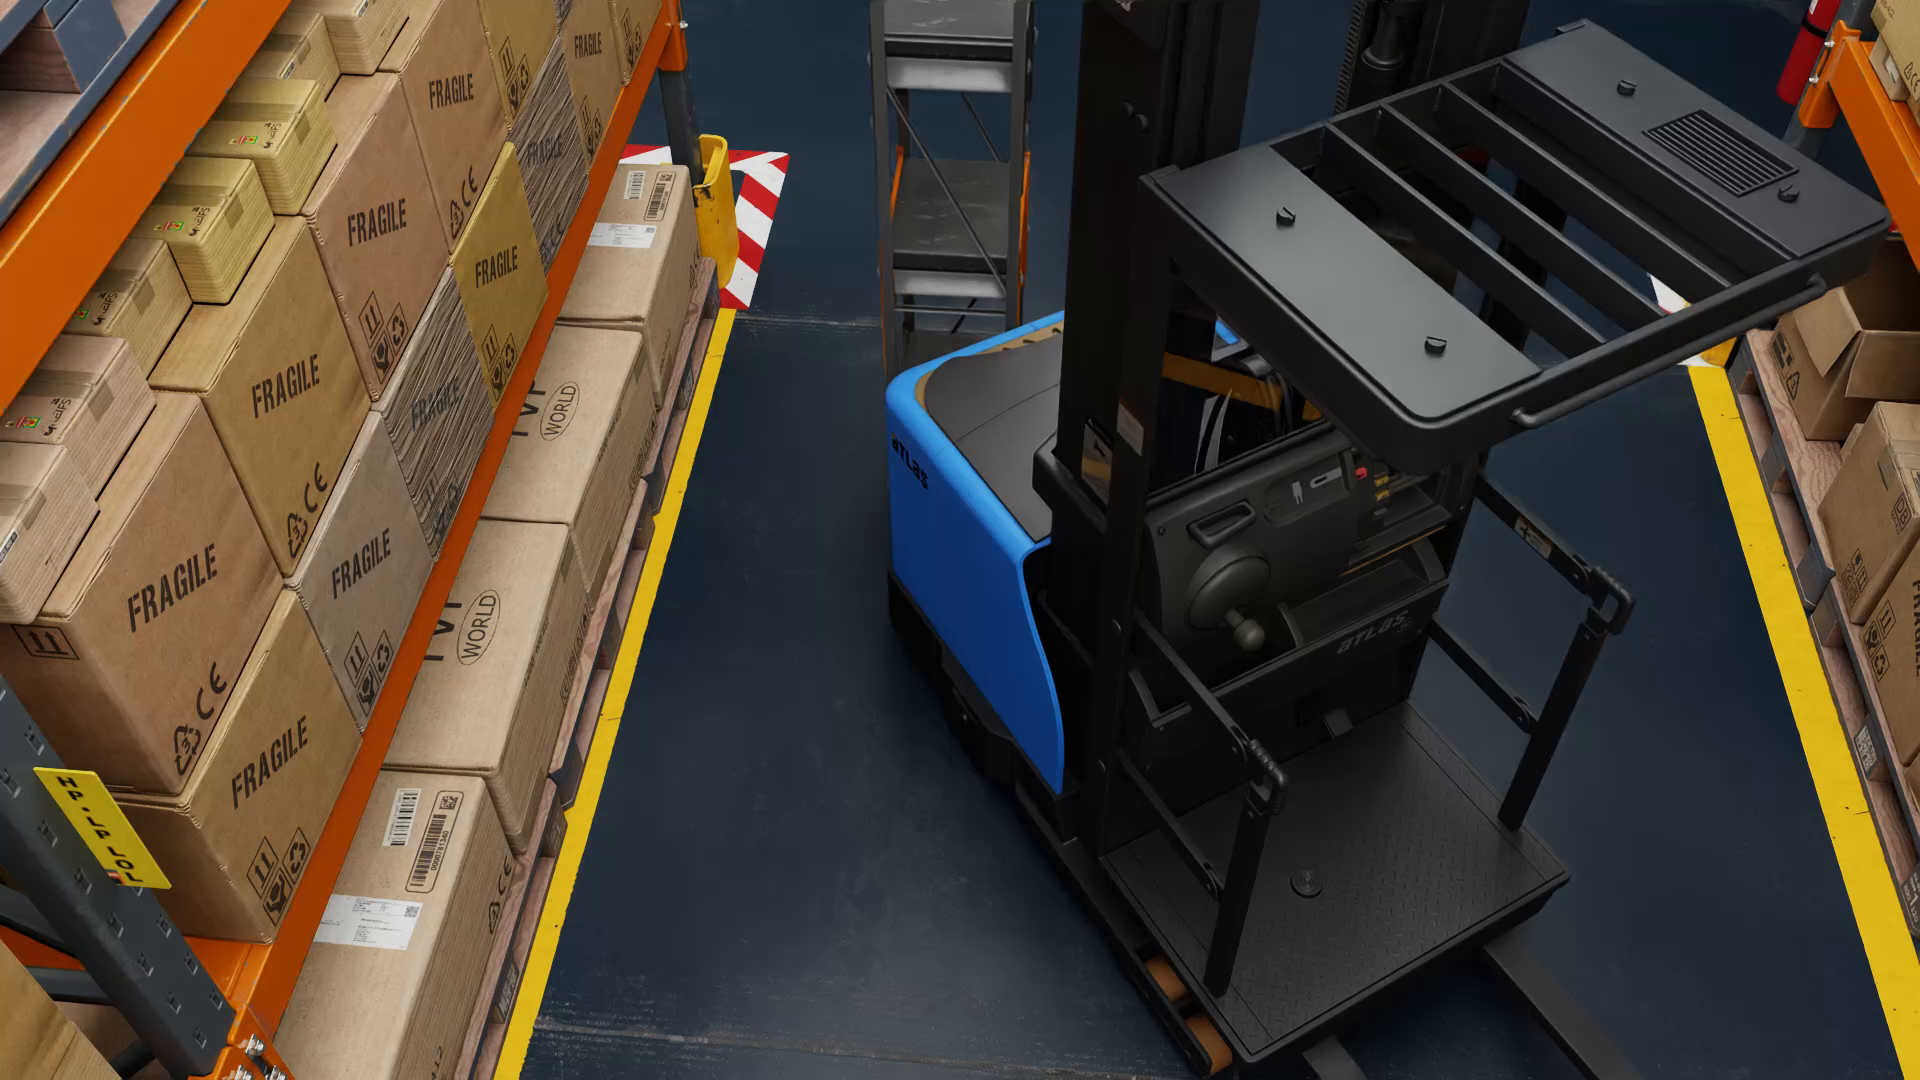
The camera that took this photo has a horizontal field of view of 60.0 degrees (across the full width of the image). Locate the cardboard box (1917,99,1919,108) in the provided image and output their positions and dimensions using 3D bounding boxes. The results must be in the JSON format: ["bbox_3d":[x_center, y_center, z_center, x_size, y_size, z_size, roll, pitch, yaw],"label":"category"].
[{"bbox_3d":[3.085,-1.187,4.703,0.500,0.250,0.500,4,48,4],"label":"cardboard box"}]

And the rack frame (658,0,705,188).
[{"bbox_3d":[-1.503,-2.154,5.688,1.000,3.000,0.127,4,48,4],"label":"rack frame"}]

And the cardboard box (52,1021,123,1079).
[{"bbox_3d":[-1.665,1.007,2.559,0.500,0.250,0.500,4,48,3],"label":"cardboard box"}]

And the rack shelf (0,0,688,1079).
[{"bbox_3d":[-1.685,-0.442,4.609,1.077,0.370,4.000,4,48,4],"label":"rack shelf"}]

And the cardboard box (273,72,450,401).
[{"bbox_3d":[-1.472,-0.666,3.581,0.500,0.500,0.500,5,48,4],"label":"cardboard box"}]

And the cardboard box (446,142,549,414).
[{"bbox_3d":[-1.415,-0.689,4.280,0.500,0.500,0.500,5,48,5],"label":"cardboard box"}]

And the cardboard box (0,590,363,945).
[{"bbox_3d":[-1.564,0.424,3.262,0.500,0.500,0.500,5,48,5],"label":"cardboard box"}]

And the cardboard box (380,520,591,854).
[{"bbox_3d":[-1.622,0.396,4.807,0.875,0.438,0.875,3,48,2],"label":"cardboard box"}]

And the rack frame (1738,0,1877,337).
[{"bbox_3d":[3.441,-1.823,5.385,1.000,3.000,0.127,4,48,4],"label":"rack frame"}]

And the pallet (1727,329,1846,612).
[{"bbox_3d":[3.362,-0.240,5.827,1.003,0.211,1.213,4,48,4],"label":"pallet"}]

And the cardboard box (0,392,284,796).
[{"bbox_3d":[-1.583,0.080,2.899,0.500,0.500,0.500,4,48,4],"label":"cardboard box"}]

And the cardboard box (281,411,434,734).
[{"bbox_3d":[-1.514,0.054,3.600,0.500,0.500,0.500,4,48,4],"label":"cardboard box"}]

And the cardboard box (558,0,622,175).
[{"bbox_3d":[-1.344,-1.448,4.974,0.500,0.500,0.500,3,48,3],"label":"cardboard box"}]

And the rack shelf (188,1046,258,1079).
[{"bbox_3d":[-2.049,2.497,1.921,1.077,0.370,4.000,4,48,4],"label":"rack shelf"}]

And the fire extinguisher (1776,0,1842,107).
[{"bbox_3d":[2.994,-1.811,5.678,0.296,0.674,0.183,4,48,4],"label":"fire extinguisher"}]

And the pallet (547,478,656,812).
[{"bbox_3d":[-1.611,0.274,5.357,1.003,0.211,1.213,4,48,4],"label":"pallet"}]

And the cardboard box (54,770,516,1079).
[{"bbox_3d":[-1.703,1.054,4.205,0.875,0.438,0.875,3,48,3],"label":"cardboard box"}]

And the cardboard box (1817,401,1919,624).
[{"bbox_3d":[3.174,-0.053,5.175,0.700,0.500,0.500,6,48,5],"label":"cardboard box"}]

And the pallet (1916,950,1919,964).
[{"bbox_3d":[3.140,1.552,4.187,1.003,0.211,1.213,4,48,4],"label":"pallet"}]

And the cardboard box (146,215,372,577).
[{"bbox_3d":[-1.530,-0.291,3.238,0.500,0.500,0.500,3,48,3],"label":"cardboard box"}]

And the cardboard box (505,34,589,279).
[{"bbox_3d":[-1.381,-1.070,4.628,0.500,0.500,0.500,5,48,5],"label":"cardboard box"}]

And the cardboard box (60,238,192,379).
[{"bbox_3d":[-1.591,-0.400,2.898,0.380,0.149,0.250,3,48,3],"label":"cardboard box"}]

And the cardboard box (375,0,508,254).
[{"bbox_3d":[-1.424,-1.037,3.920,0.500,0.500,0.500,4,48,3],"label":"cardboard box"}]

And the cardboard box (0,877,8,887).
[{"bbox_3d":[-2.079,0.393,3.290,0.500,0.500,0.500,4,48,4],"label":"cardboard box"}]

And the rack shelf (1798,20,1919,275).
[{"bbox_3d":[3.258,-0.111,4.306,1.077,0.370,4.000,4,48,4],"label":"rack shelf"}]

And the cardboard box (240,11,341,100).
[{"bbox_3d":[-1.513,-0.962,3.412,0.380,0.149,0.250,4,48,3],"label":"cardboard box"}]

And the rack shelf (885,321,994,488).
[{"bbox_3d":[-0.009,-0.377,5.639,0.431,0.518,0.480,3,48,3],"label":"rack shelf"}]

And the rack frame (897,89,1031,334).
[{"bbox_3d":[0.011,-1.038,5.276,0.400,2.100,0.015,3,48,3],"label":"rack frame"}]

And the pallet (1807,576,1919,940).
[{"bbox_3d":[3.248,0.654,5.009,1.003,0.211,1.213,4,48,4],"label":"pallet"}]

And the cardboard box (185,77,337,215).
[{"bbox_3d":[-1.455,-0.772,3.238,0.380,0.149,0.250,3,48,2],"label":"cardboard box"}]

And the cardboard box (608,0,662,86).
[{"bbox_3d":[-1.283,-1.816,5.310,0.500,0.500,0.500,4,48,4],"label":"cardboard box"}]

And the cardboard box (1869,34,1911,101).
[{"bbox_3d":[3.138,-1.516,5.274,0.380,0.149,0.250,4,48,3],"label":"cardboard box"}]

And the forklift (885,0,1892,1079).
[{"bbox_3d":[0.942,0.040,3.728,1.130,2.935,3.031,-23,52,-20],"label":"forklift"}]

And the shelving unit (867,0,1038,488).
[{"bbox_3d":[-0.009,-0.858,5.112,0.431,2.100,0.503,3,48,3],"label":"shelving unit"}]

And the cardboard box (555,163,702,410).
[{"bbox_3d":[-1.463,-0.940,6.029,0.875,0.438,0.875,2,48,2],"label":"cardboard box"}]

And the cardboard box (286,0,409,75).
[{"bbox_3d":[-1.422,-1.138,3.573,0.380,0.149,0.250,4,48,4],"label":"cardboard box"}]

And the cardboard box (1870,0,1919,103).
[{"bbox_3d":[3.131,-1.558,5.042,0.500,0.250,0.500,4,48,4],"label":"cardboard box"}]

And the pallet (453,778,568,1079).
[{"bbox_3d":[-1.720,1.172,4.535,1.003,0.211,1.213,4,48,4],"label":"pallet"}]

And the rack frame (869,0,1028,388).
[{"bbox_3d":[-0.029,-0.679,4.948,0.400,2.100,0.015,3,48,3],"label":"rack frame"}]

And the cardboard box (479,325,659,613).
[{"bbox_3d":[-1.538,-0.267,5.413,0.875,0.438,0.875,5,48,5],"label":"cardboard box"}]

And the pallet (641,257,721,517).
[{"bbox_3d":[-1.498,-0.621,6.175,1.003,0.211,1.213,4,48,4],"label":"pallet"}]

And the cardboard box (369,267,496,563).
[{"bbox_3d":[-1.462,-0.311,3.934,0.500,0.500,0.500,4,48,4],"label":"cardboard box"}]

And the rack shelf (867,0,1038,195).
[{"bbox_3d":[-0.009,-1.322,4.606,0.431,0.518,0.480,3,48,3],"label":"rack shelf"}]

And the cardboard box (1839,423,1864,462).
[{"bbox_3d":[3.213,-0.250,5.594,0.380,0.149,0.250,2,48,2],"label":"cardboard box"}]

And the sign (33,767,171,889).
[{"bbox_3d":[-1.326,0.450,2.575,0.100,0.325,0.005,4,48,4],"label":"sign"}]

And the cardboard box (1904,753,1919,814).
[{"bbox_3d":[3.079,0.710,4.477,0.700,0.500,0.500,2,48,2],"label":"cardboard box"}]

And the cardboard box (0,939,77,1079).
[{"bbox_3d":[-1.658,0.759,2.278,0.500,0.500,0.500,5,48,5],"label":"cardboard box"}]

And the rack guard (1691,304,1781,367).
[{"bbox_3d":[3.434,-0.924,6.256,1.175,0.500,0.348,4,48,4],"label":"rack guard"}]

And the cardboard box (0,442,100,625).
[{"bbox_3d":[-1.580,-0.020,2.550,0.380,0.149,0.250,3,48,3],"label":"cardboard box"}]

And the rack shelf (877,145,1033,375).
[{"bbox_3d":[-0.009,-0.849,5.122,0.431,0.518,0.480,3,48,3],"label":"rack shelf"}]

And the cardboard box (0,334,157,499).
[{"bbox_3d":[-1.573,-0.209,2.724,0.380,0.149,0.250,5,48,4],"label":"cardboard box"}]

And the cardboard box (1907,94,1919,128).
[{"bbox_3d":[3.160,-1.326,5.100,0.380,0.149,0.250,5,48,4],"label":"cardboard box"}]

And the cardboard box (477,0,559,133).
[{"bbox_3d":[-1.376,-1.406,4.258,0.500,0.500,0.500,4,48,3],"label":"cardboard box"}]

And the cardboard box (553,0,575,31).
[{"bbox_3d":[-1.328,-1.769,4.590,0.500,0.500,0.500,4,48,4],"label":"cardboard box"}]

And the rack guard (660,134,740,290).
[{"bbox_3d":[-1.500,-1.329,6.626,1.175,0.500,0.348,4,48,4],"label":"rack guard"}]

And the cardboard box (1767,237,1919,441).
[{"bbox_3d":[3.291,-0.680,5.746,0.797,0.503,0.637,2,48,2],"label":"cardboard box"}]

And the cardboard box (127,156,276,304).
[{"bbox_3d":[-1.508,-0.578,3.061,0.380,0.149,0.250,4,48,3],"label":"cardboard box"}]

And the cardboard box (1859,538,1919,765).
[{"bbox_3d":[3.026,0.329,4.826,0.500,0.500,0.500,5,48,4],"label":"cardboard box"}]
